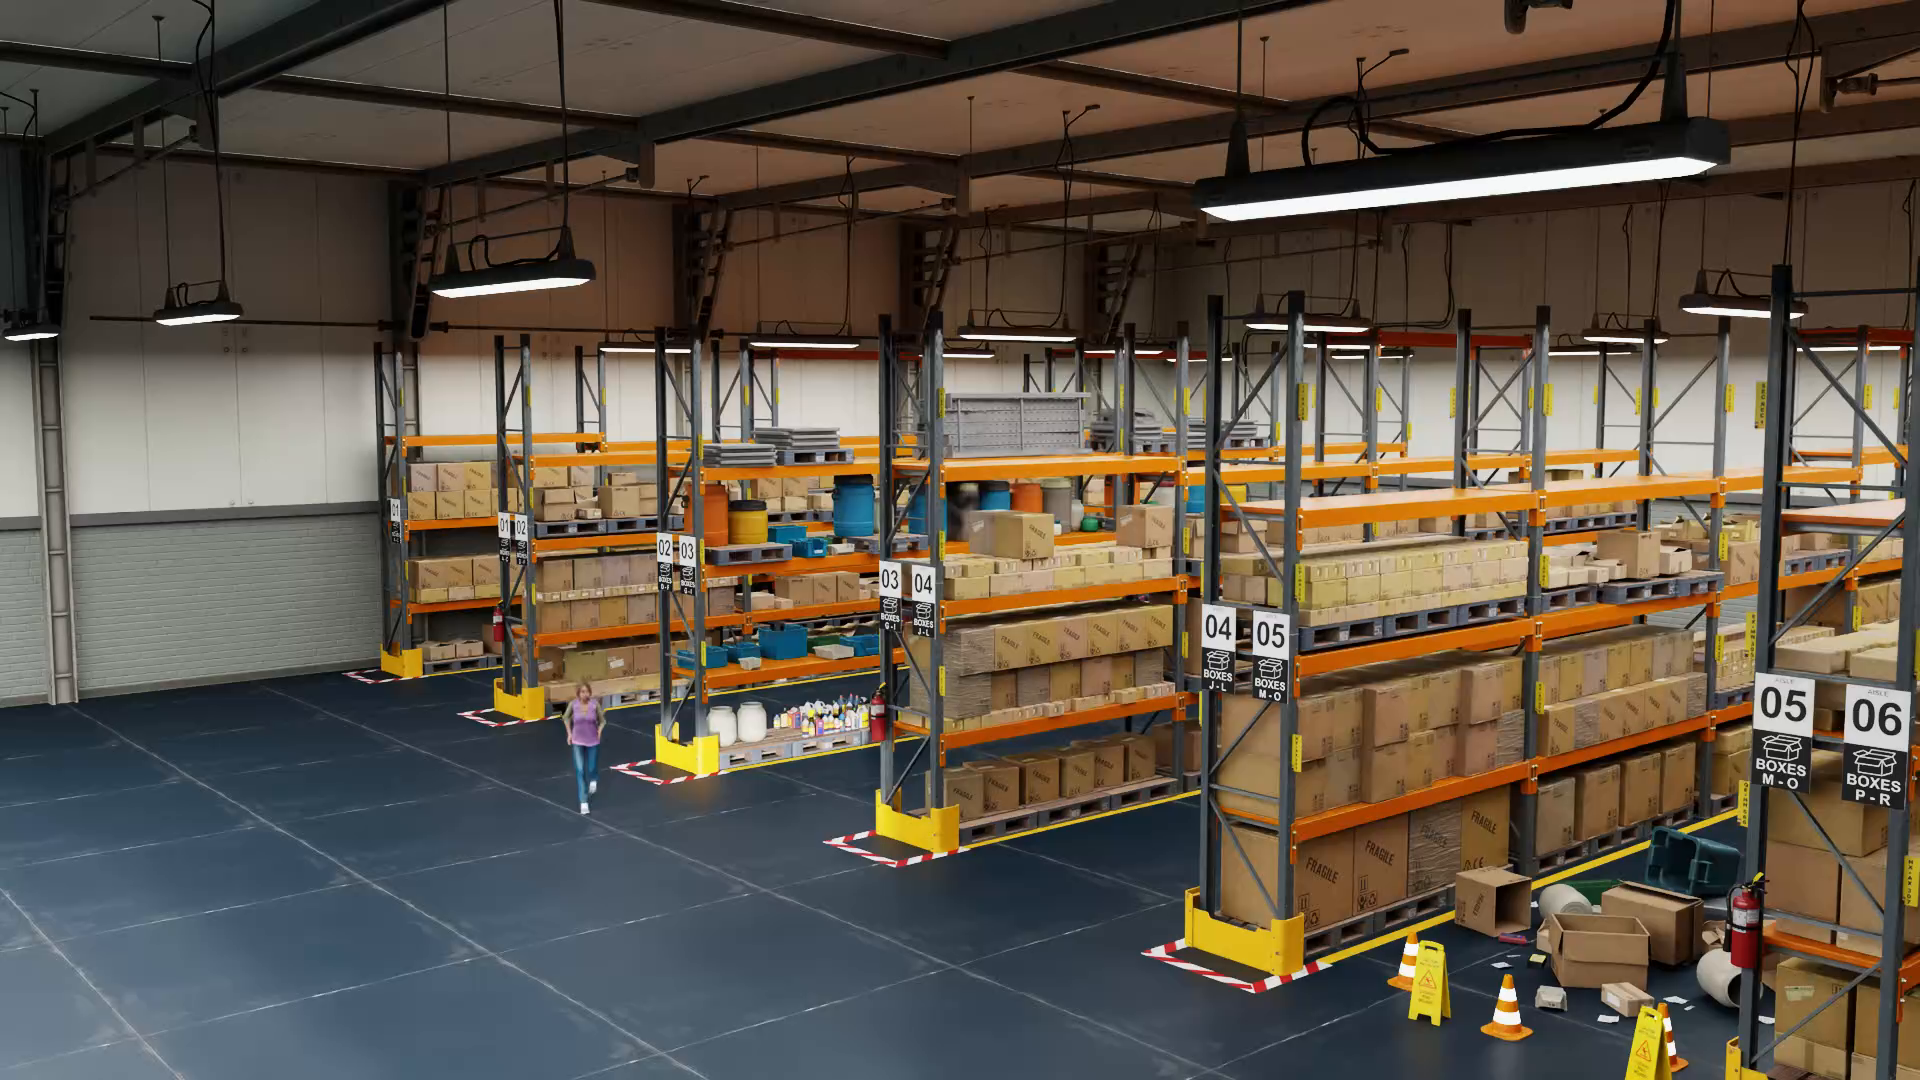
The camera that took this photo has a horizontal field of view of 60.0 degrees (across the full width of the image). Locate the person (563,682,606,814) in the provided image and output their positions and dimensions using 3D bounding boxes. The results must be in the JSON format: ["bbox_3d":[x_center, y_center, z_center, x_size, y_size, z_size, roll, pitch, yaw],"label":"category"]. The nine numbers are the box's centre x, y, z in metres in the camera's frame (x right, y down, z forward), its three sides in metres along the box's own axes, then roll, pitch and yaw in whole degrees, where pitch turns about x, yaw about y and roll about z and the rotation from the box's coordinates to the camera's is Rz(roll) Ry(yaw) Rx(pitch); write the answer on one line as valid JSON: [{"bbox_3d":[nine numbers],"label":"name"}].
[{"bbox_3d":[-4.631,2.513,20.537,0.523,1.590,0.848,-1,5,-11],"label":"person"}]
